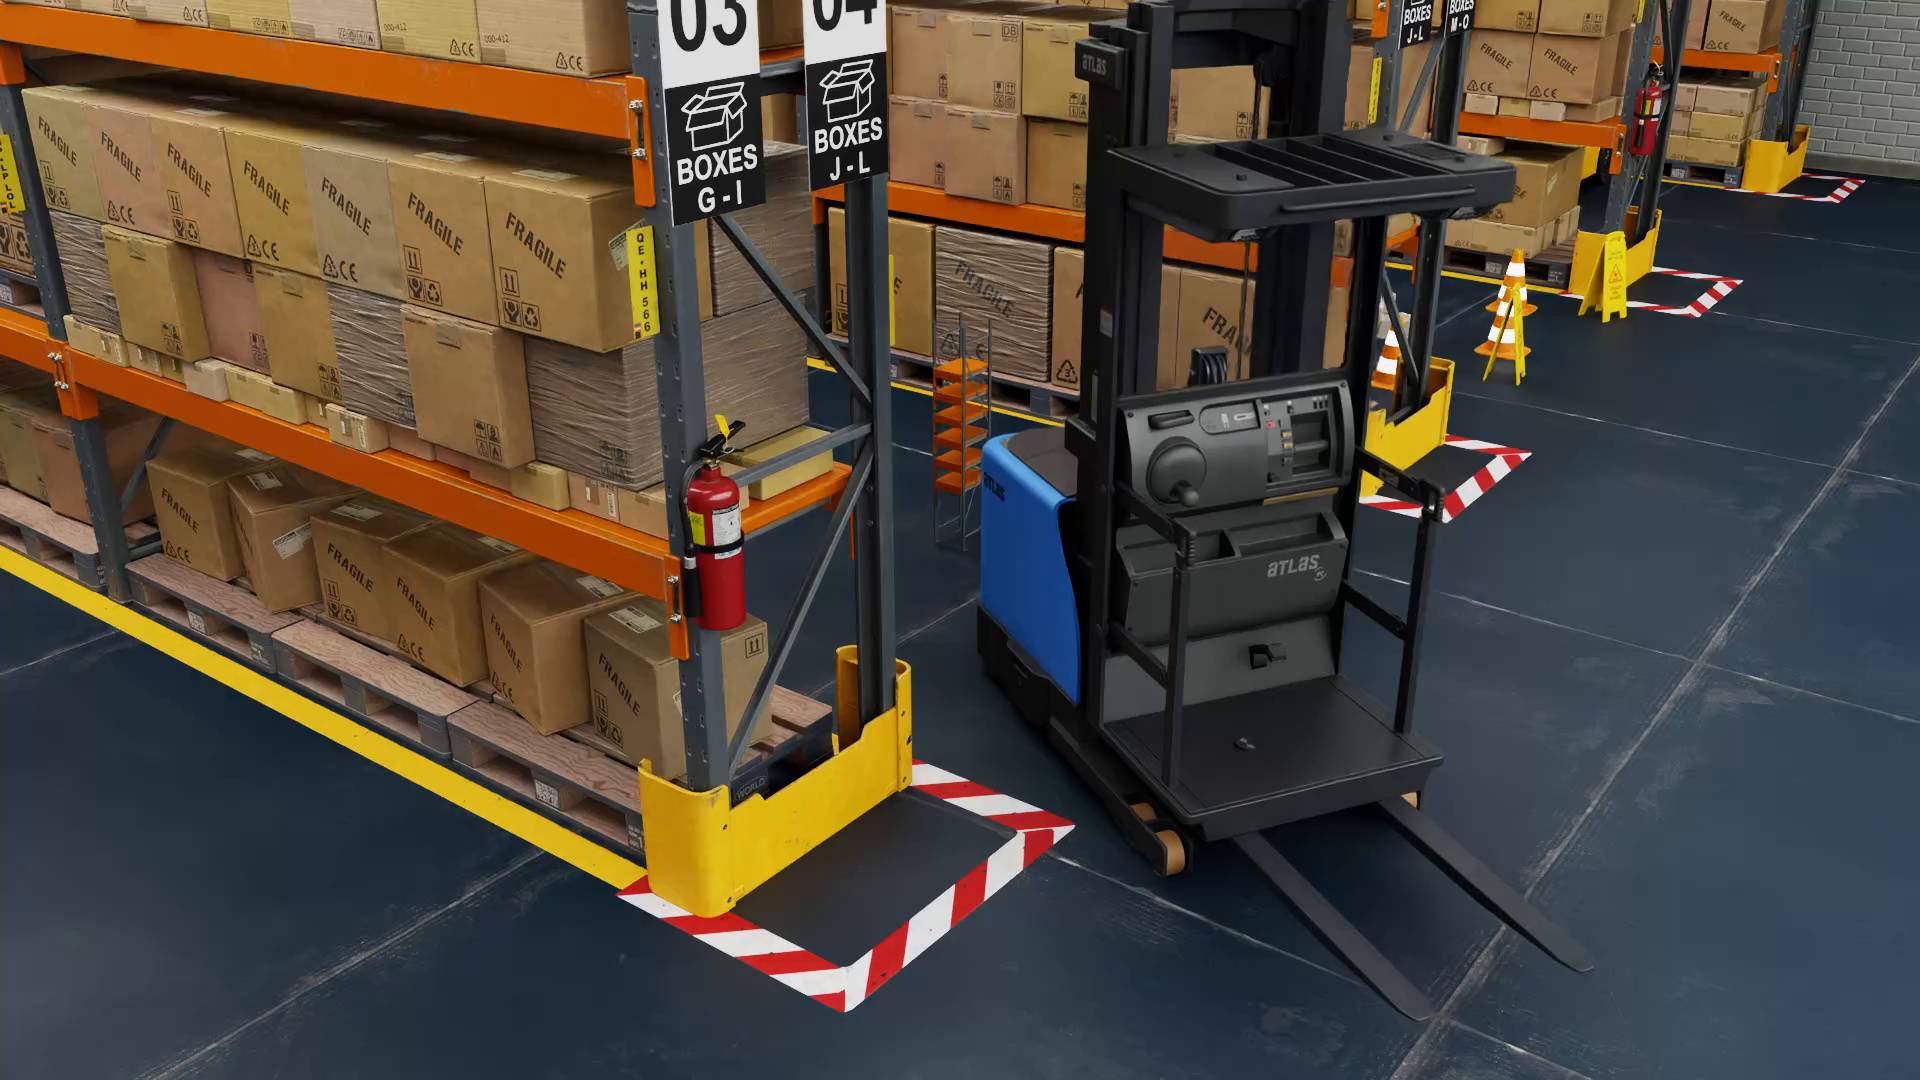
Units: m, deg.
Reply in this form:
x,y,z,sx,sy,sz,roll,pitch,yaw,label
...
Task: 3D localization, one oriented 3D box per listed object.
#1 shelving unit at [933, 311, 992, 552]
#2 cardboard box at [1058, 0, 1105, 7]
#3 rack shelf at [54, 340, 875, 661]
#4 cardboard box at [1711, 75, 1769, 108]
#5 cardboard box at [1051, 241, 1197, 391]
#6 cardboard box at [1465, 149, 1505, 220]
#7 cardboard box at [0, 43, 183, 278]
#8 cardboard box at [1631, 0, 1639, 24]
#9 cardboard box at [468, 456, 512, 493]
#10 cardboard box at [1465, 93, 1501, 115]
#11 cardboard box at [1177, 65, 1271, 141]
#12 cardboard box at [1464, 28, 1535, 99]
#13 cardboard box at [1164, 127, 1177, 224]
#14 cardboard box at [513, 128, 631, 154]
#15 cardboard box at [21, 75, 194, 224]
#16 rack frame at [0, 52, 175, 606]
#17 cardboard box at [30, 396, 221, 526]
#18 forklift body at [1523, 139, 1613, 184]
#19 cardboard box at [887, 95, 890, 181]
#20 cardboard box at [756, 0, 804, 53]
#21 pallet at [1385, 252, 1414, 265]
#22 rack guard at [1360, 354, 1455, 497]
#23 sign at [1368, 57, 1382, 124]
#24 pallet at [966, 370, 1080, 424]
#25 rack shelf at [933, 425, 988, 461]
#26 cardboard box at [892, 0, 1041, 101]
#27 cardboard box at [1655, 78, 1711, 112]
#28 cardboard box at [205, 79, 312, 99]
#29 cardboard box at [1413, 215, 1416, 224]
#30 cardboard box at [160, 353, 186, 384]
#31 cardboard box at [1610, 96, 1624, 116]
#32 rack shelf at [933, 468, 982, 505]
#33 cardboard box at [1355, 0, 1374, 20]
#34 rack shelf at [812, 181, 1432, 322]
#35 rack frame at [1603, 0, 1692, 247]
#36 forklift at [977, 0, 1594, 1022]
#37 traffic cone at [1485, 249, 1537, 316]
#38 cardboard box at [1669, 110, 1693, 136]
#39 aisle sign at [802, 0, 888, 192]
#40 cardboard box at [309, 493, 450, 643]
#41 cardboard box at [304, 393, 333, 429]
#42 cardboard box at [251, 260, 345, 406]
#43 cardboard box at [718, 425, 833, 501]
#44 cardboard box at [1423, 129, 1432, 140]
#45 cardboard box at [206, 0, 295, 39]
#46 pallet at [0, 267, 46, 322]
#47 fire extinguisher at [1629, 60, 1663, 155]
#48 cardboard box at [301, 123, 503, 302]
x,y,z,sx,sy,sz,roll,pitch,yaw,label
0.012,-0.546,8.500,0.189,1.200,0.258,17,29,33,shelving unit
1.248,-4.957,15.267,0.500,0.500,0.500,17,29,34,cardboard box
-2.190,-0.416,6.866,4.000,0.370,1.077,17,29,33,rack shelf
8.056,-4.630,17.187,0.500,0.250,0.500,16,29,33,cardboard box
1.178,-1.412,10.349,0.875,0.875,0.875,16,29,32,cardboard box
4.136,-2.971,13.731,0.500,0.500,0.500,18,30,35,cardboard box
-4.342,-1.933,8.152,1.000,1.000,1.000,17,29,34,cardboard box
6.956,-5.394,17.147,0.500,0.500,0.500,16,29,32,cardboard box
-1.563,-0.319,6.065,0.250,0.149,0.380,17,29,33,cardboard box
4.240,-3.512,13.313,0.250,0.149,0.380,17,29,34,cardboard box
1.697,-2.606,9.418,0.550,0.550,0.875,17,29,33,cardboard box
4.356,-3.806,13.174,0.500,0.500,0.500,17,29,33,cardboard box
1.316,-2.283,10.025,0.550,0.550,0.875,17,29,33,cardboard box
-1.262,-1.245,6.123,0.500,0.500,0.500,17,29,33,cardboard box
-3.583,-1.677,7.104,0.500,0.500,0.500,17,29,33,cardboard box
-3.791,-1.229,7.819,0.127,3.000,1.000,17,29,33,rack frame
-4.269,-0.442,8.587,0.500,0.500,0.700,14,28,29,cardboard box
5.716,-4.543,16.393,1.214,2.155,2.313,17,29,33,forklift body
-0.433,-2.788,11.171,0.550,0.550,0.875,17,29,33,cardboard box
-0.820,-1.766,5.503,0.500,0.250,0.500,18,29,35,cardboard box
3.692,-2.704,14.626,1.213,0.211,1.003,17,29,33,pallet
2.485,-0.688,9.691,0.348,0.500,1.175,17,29,33,rack guard
2.129,-2.304,8.529,0.005,0.325,0.100,17,29,33,sign
0.807,-1.025,10.814,1.213,0.211,1.003,17,29,33,pallet
0.012,-0.505,8.518,0.180,0.103,0.258,17,29,33,rack shelf
0.049,-3.172,10.703,0.550,0.550,0.875,17,29,33,cardboard box
7.360,-4.585,17.085,0.500,0.250,0.500,17,29,34,cardboard box
-2.865,-1.728,7.218,0.500,0.500,0.500,17,29,33,cardboard box
3.714,-2.754,14.170,0.500,0.250,0.500,16,28,31,cardboard box
-3.184,-0.791,7.137,0.250,0.149,0.380,17,29,33,cardboard box
5.206,-3.493,13.269,0.250,0.149,0.380,17,29,33,cardboard box
0.012,-0.285,8.615,0.180,0.103,0.258,17,29,33,rack shelf
3.628,-4.532,13.582,0.500,0.500,0.700,17,29,33,cardboard box
0.865,-1.992,10.443,4.000,0.370,1.077,17,29,33,rack shelf
5.354,-3.459,12.880,0.127,3.000,1.000,17,29,33,rack frame
1.100,-0.322,5.845,1.130,2.935,3.031,-9,25,-20,forklift
4.236,-1.986,12.683,0.334,0.463,0.336,17,29,33,traffic cone
7.356,-4.366,17.207,0.500,0.250,0.500,16,29,33,cardboard box
-0.360,-1.533,5.285,0.004,0.787,0.394,17,29,33,aisle sign
-2.488,0.093,7.397,0.500,0.500,0.500,14,27,29,cardboard box
-2.363,-0.561,6.614,0.250,0.149,0.380,17,29,33,cardboard box
-2.253,-0.927,6.641,0.500,0.500,0.875,17,29,33,cardboard box
-0.675,-0.292,6.005,0.250,0.149,0.380,17,29,33,cardboard box
3.813,-3.336,13.755,0.250,0.149,0.380,18,30,35,cardboard box
-2.340,-1.967,5.959,0.500,0.250,0.500,16,29,32,cardboard box
-4.315,-1.373,8.383,1.213,0.211,1.003,17,29,33,pallet
5.169,-3.247,12.496,0.183,0.674,0.296,17,29,33,fire extinguisher
-1.980,-1.195,6.009,0.500,0.500,0.500,17,29,33,cardboard box
